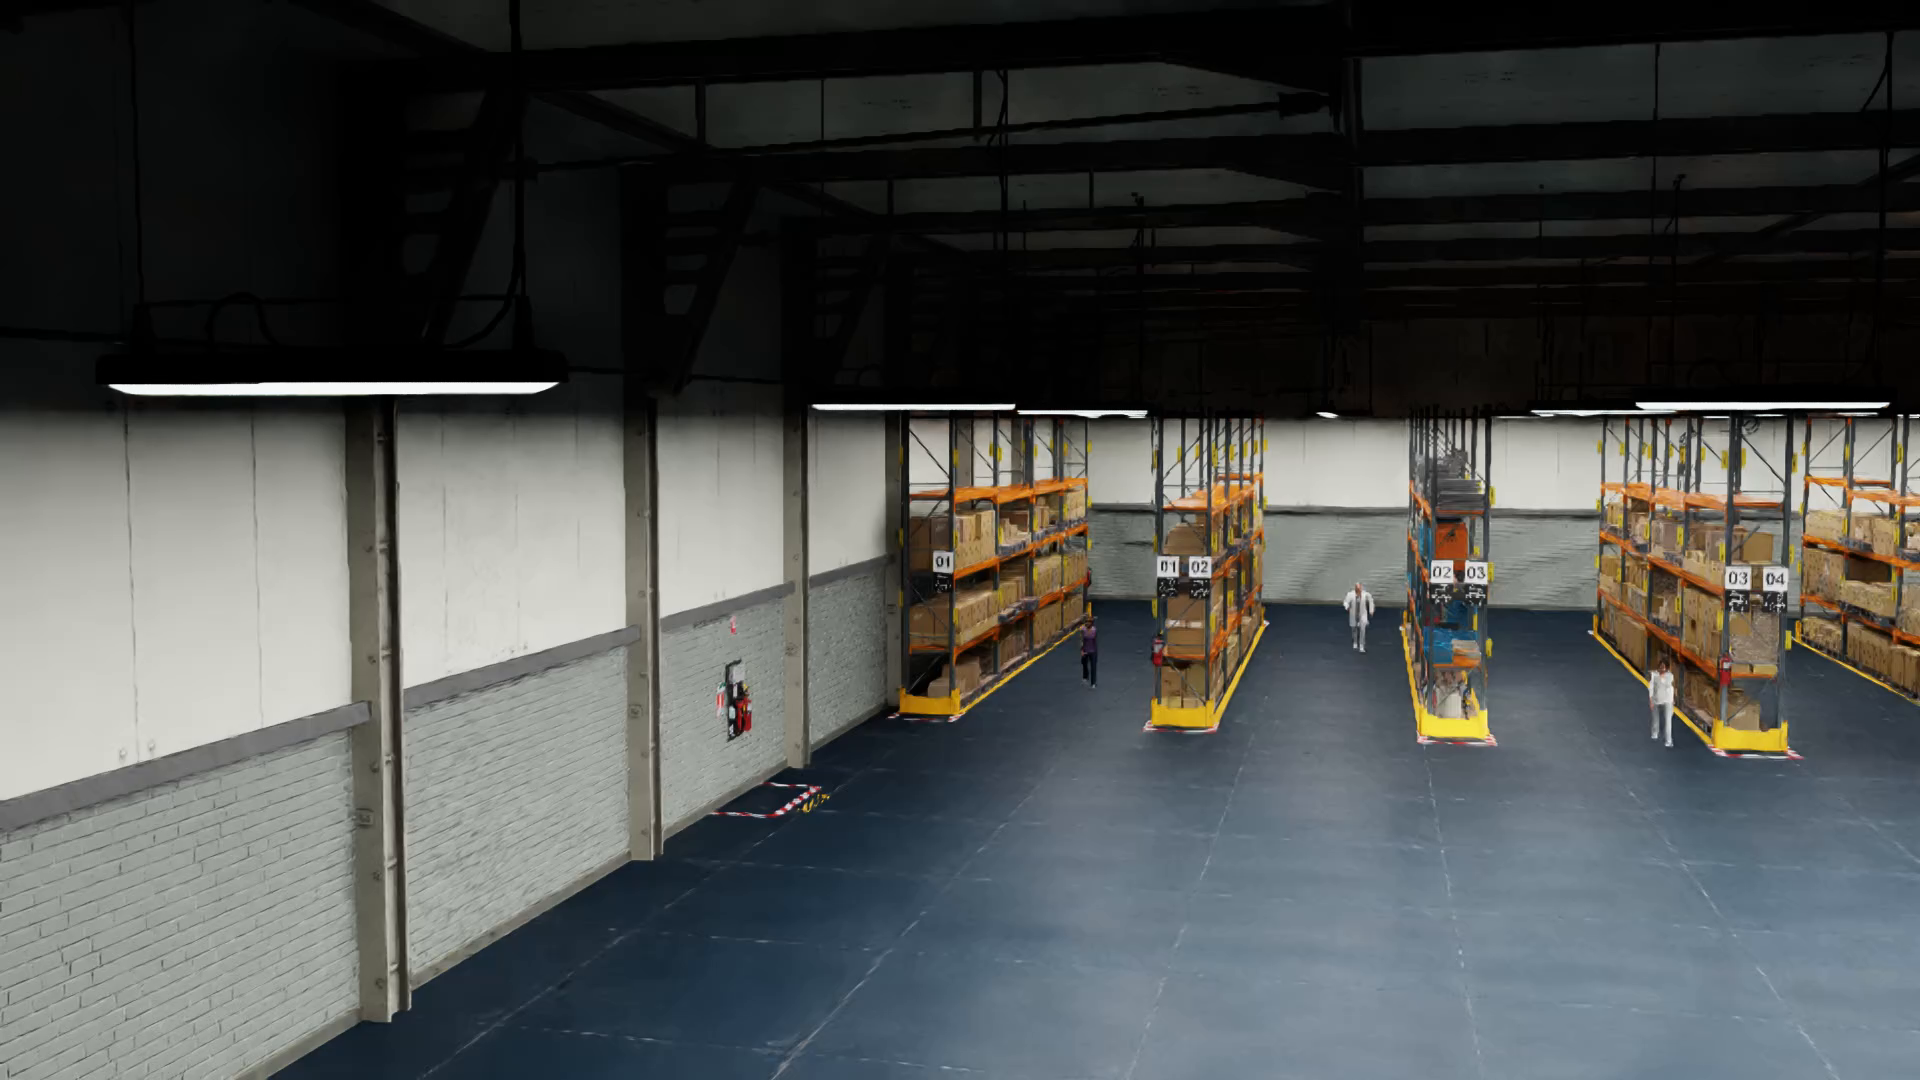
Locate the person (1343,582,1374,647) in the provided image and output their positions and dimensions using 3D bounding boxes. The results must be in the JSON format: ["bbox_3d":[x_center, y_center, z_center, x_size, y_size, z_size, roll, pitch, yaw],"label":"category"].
[{"bbox_3d":[9.942,1.853,41.490,0.736,1.647,0.891,1,4,19],"label":"person"}]

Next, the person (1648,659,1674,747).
[{"bbox_3d":[12.388,2.838,29.391,0.418,1.512,1.034,1,4,17],"label":"person"}]

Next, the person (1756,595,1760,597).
[{"bbox_3d":[21.658,1.647,45.561,0.482,1.584,0.997,2,4,22],"label":"person"}]

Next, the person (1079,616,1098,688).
[{"bbox_3d":[2.753,2.385,35.665,0.412,1.533,0.955,0,4,6],"label":"person"}]
